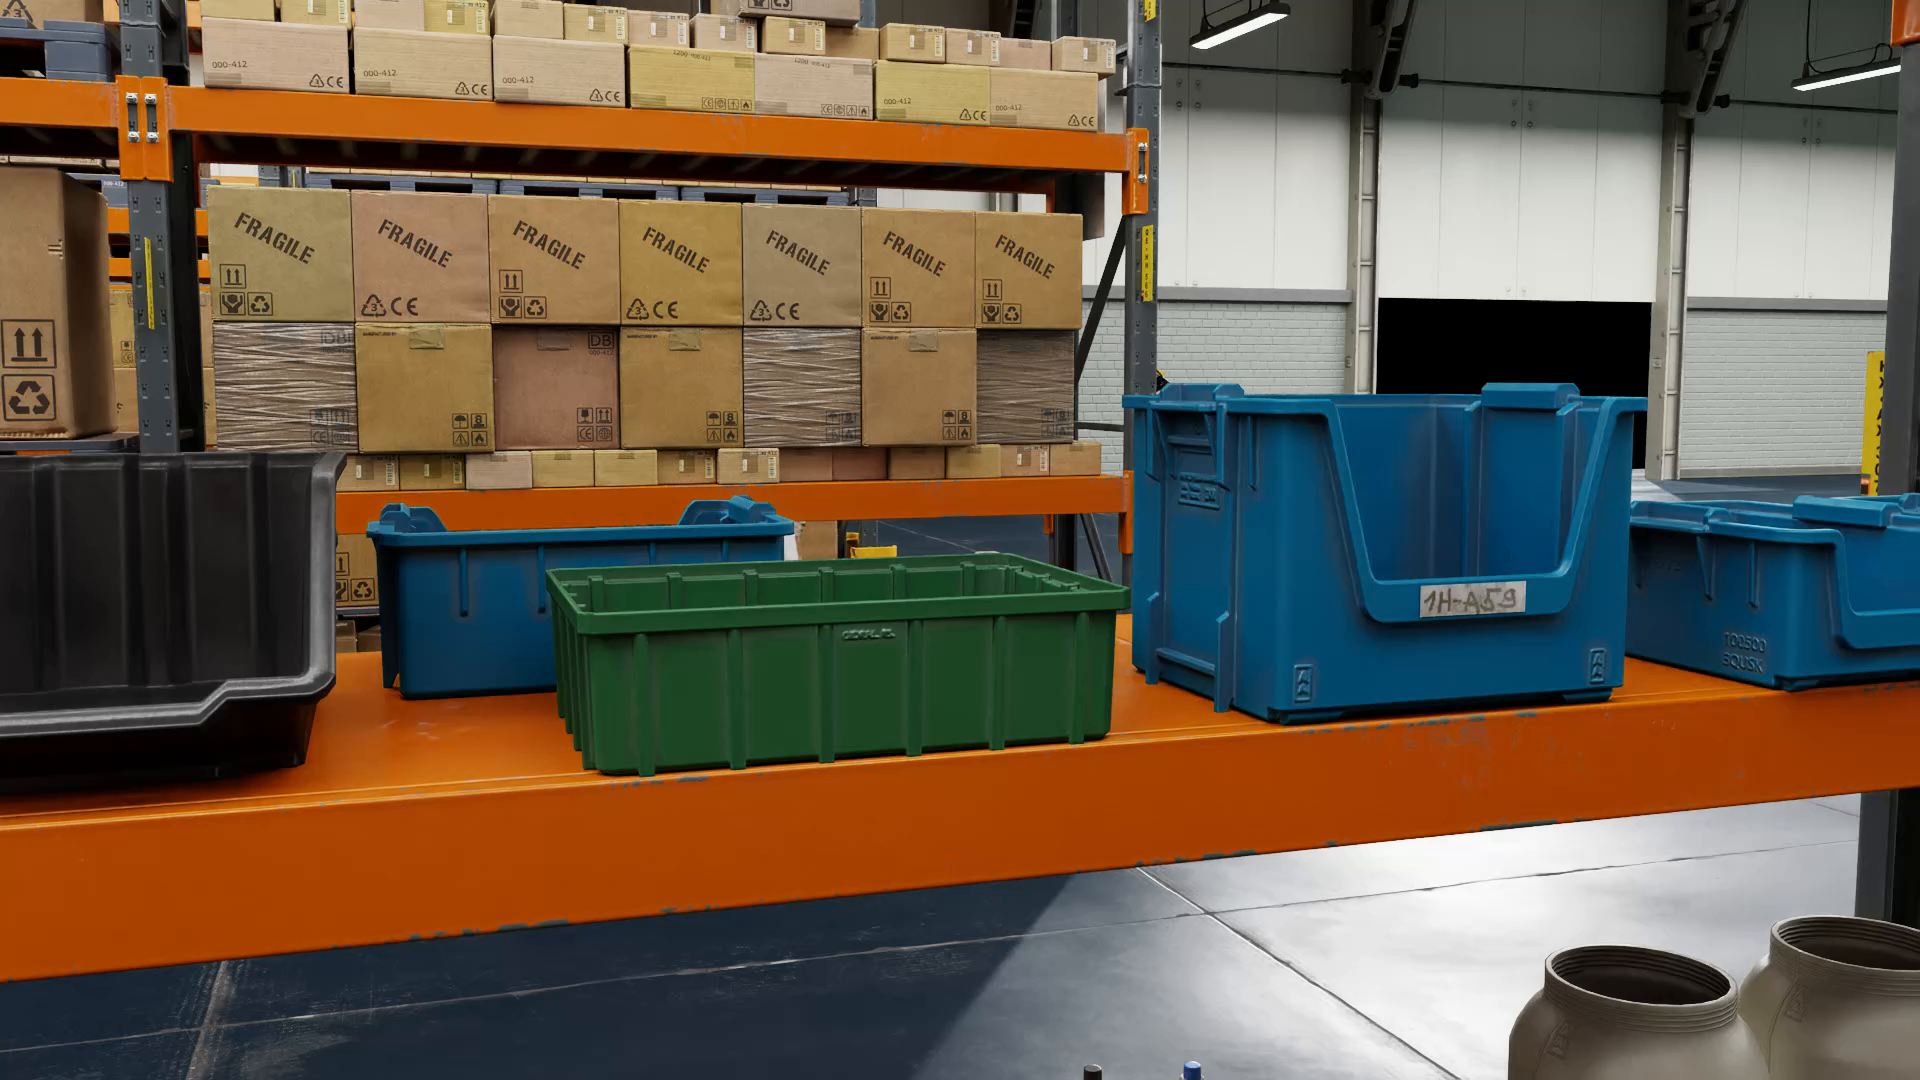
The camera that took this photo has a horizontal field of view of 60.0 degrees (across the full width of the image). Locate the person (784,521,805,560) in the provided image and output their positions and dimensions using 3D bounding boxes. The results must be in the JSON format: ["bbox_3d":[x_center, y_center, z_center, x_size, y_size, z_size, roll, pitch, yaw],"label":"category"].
[{"bbox_3d":[-1.206,-0.066,9.606,0.644,1.739,0.425,-2,6,-21],"label":"person"}]
